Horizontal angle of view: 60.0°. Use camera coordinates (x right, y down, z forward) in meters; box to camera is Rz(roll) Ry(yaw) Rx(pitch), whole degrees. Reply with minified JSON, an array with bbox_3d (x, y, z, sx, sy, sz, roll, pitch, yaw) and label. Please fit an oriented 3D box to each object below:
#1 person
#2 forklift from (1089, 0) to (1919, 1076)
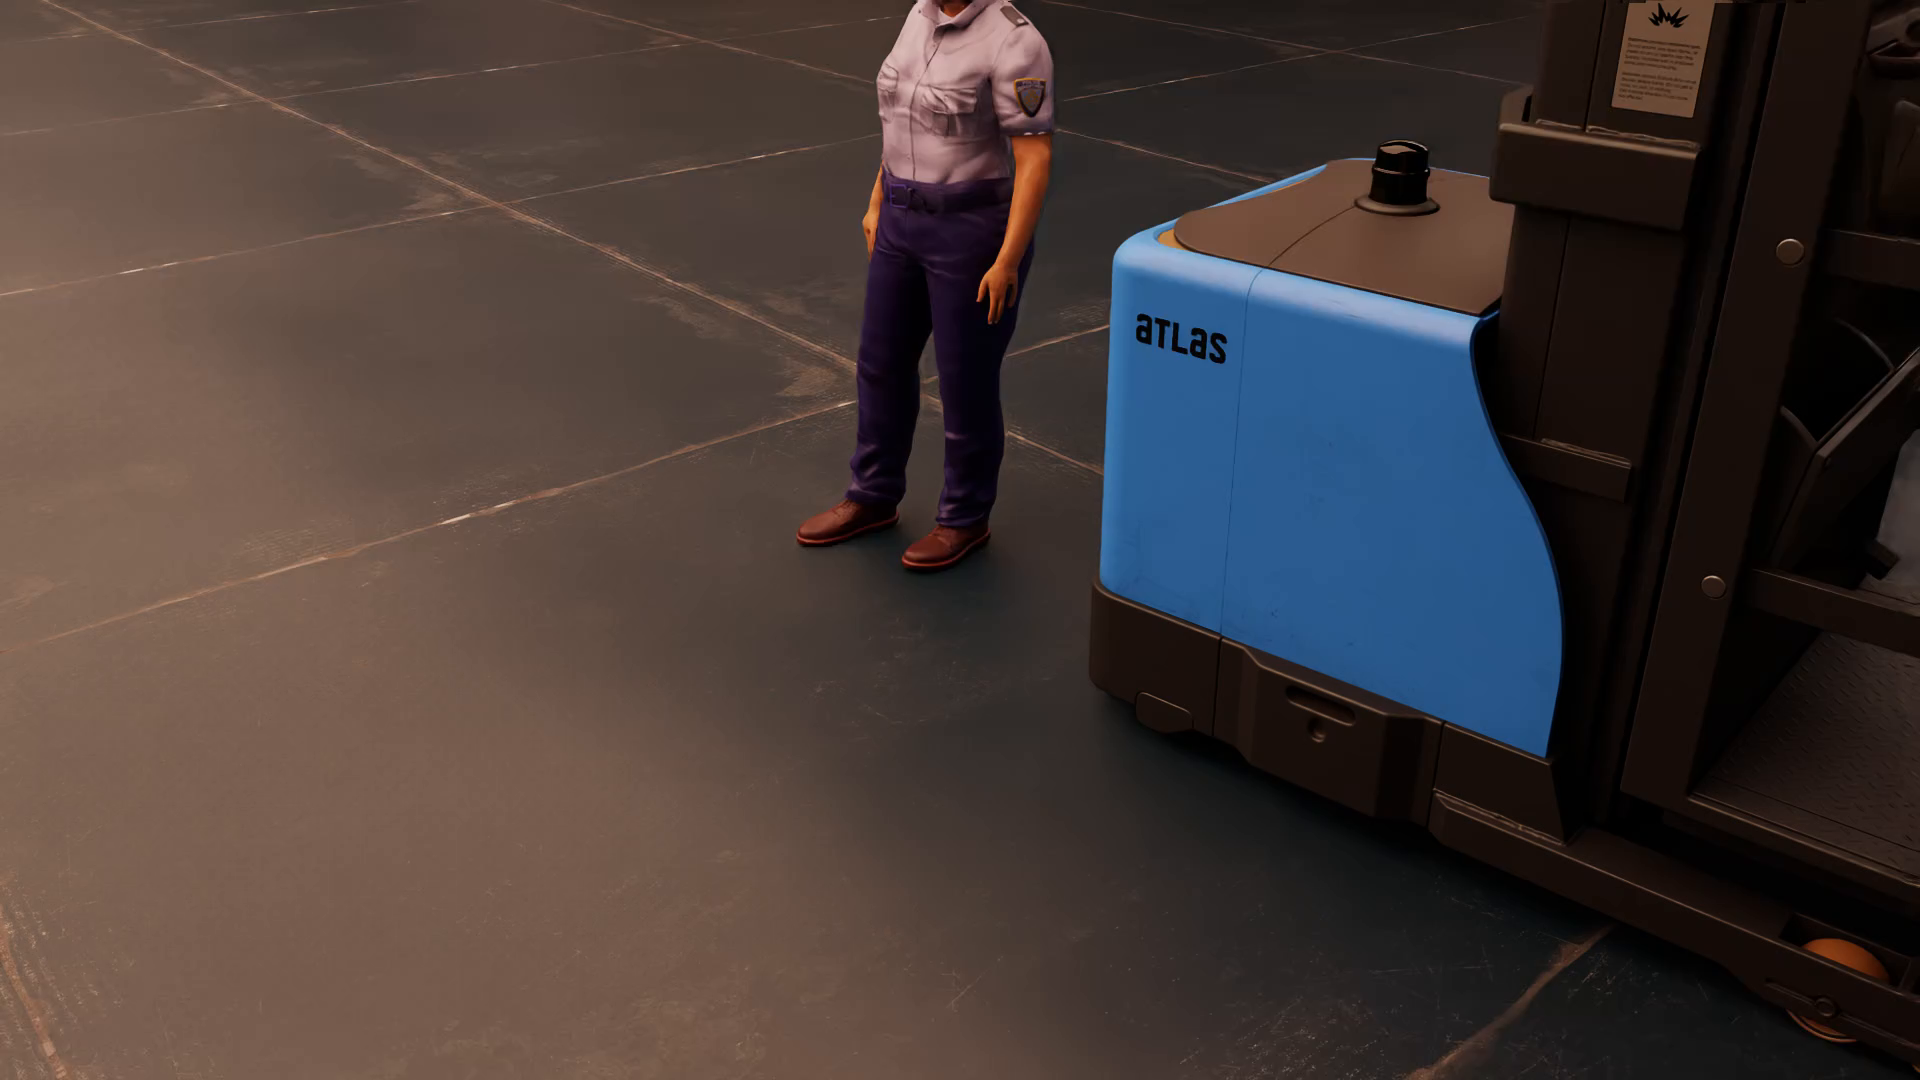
[{"bbox_3d":[-0.086,-0.712,4.081,0.484,1.654,0.610,-21,33,-36],"label":"person"},{"bbox_3d":[1.734,-0.679,2.572,3.031,2.935,1.130,21,33,36],"label":"forklift"}]
